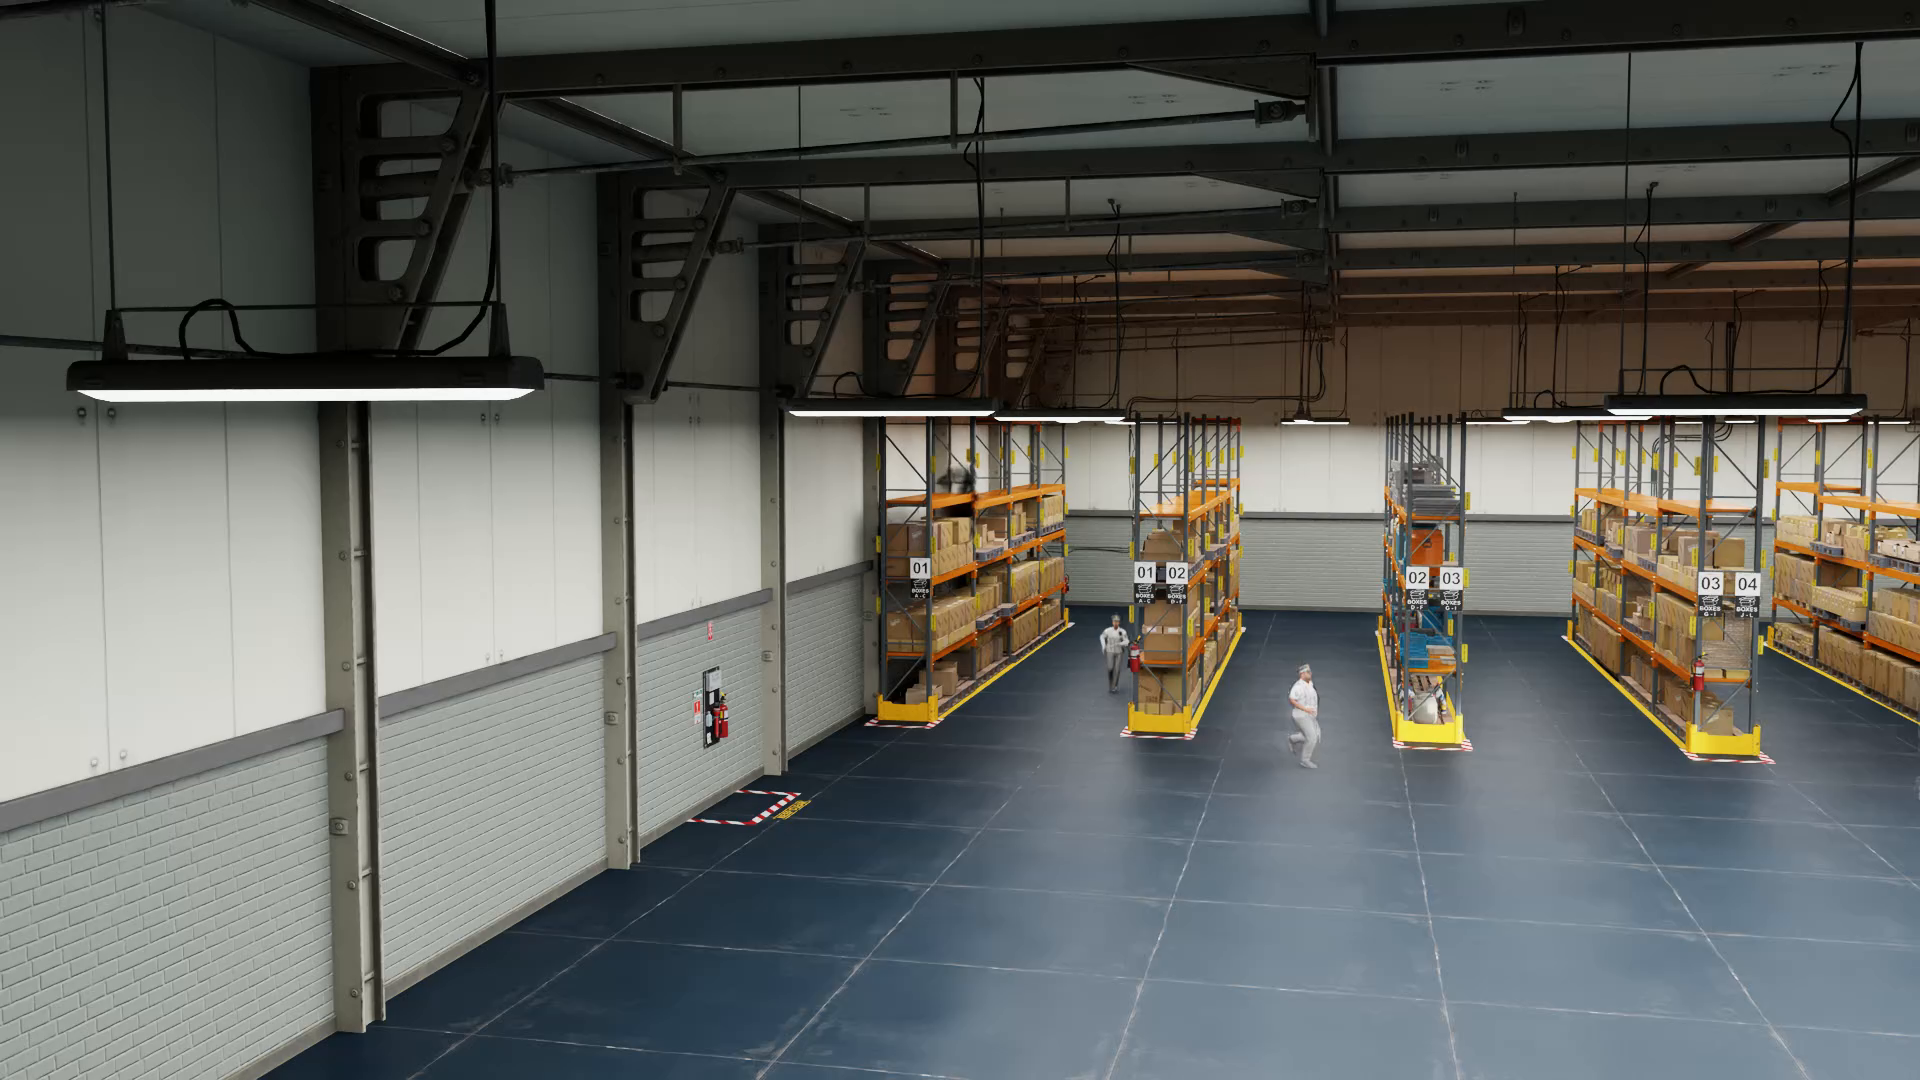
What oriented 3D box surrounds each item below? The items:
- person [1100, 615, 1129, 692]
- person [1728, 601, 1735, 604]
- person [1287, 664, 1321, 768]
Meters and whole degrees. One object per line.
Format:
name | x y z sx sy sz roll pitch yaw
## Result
person | 3.331 2.449 35.870 0.589 1.665 0.611 0 4 2
person | 20.084 1.942 43.673 0.705 1.694 0.708 -4 5 -44
person | 5.812 2.966 28.149 0.556 1.752 0.699 3 5 33
